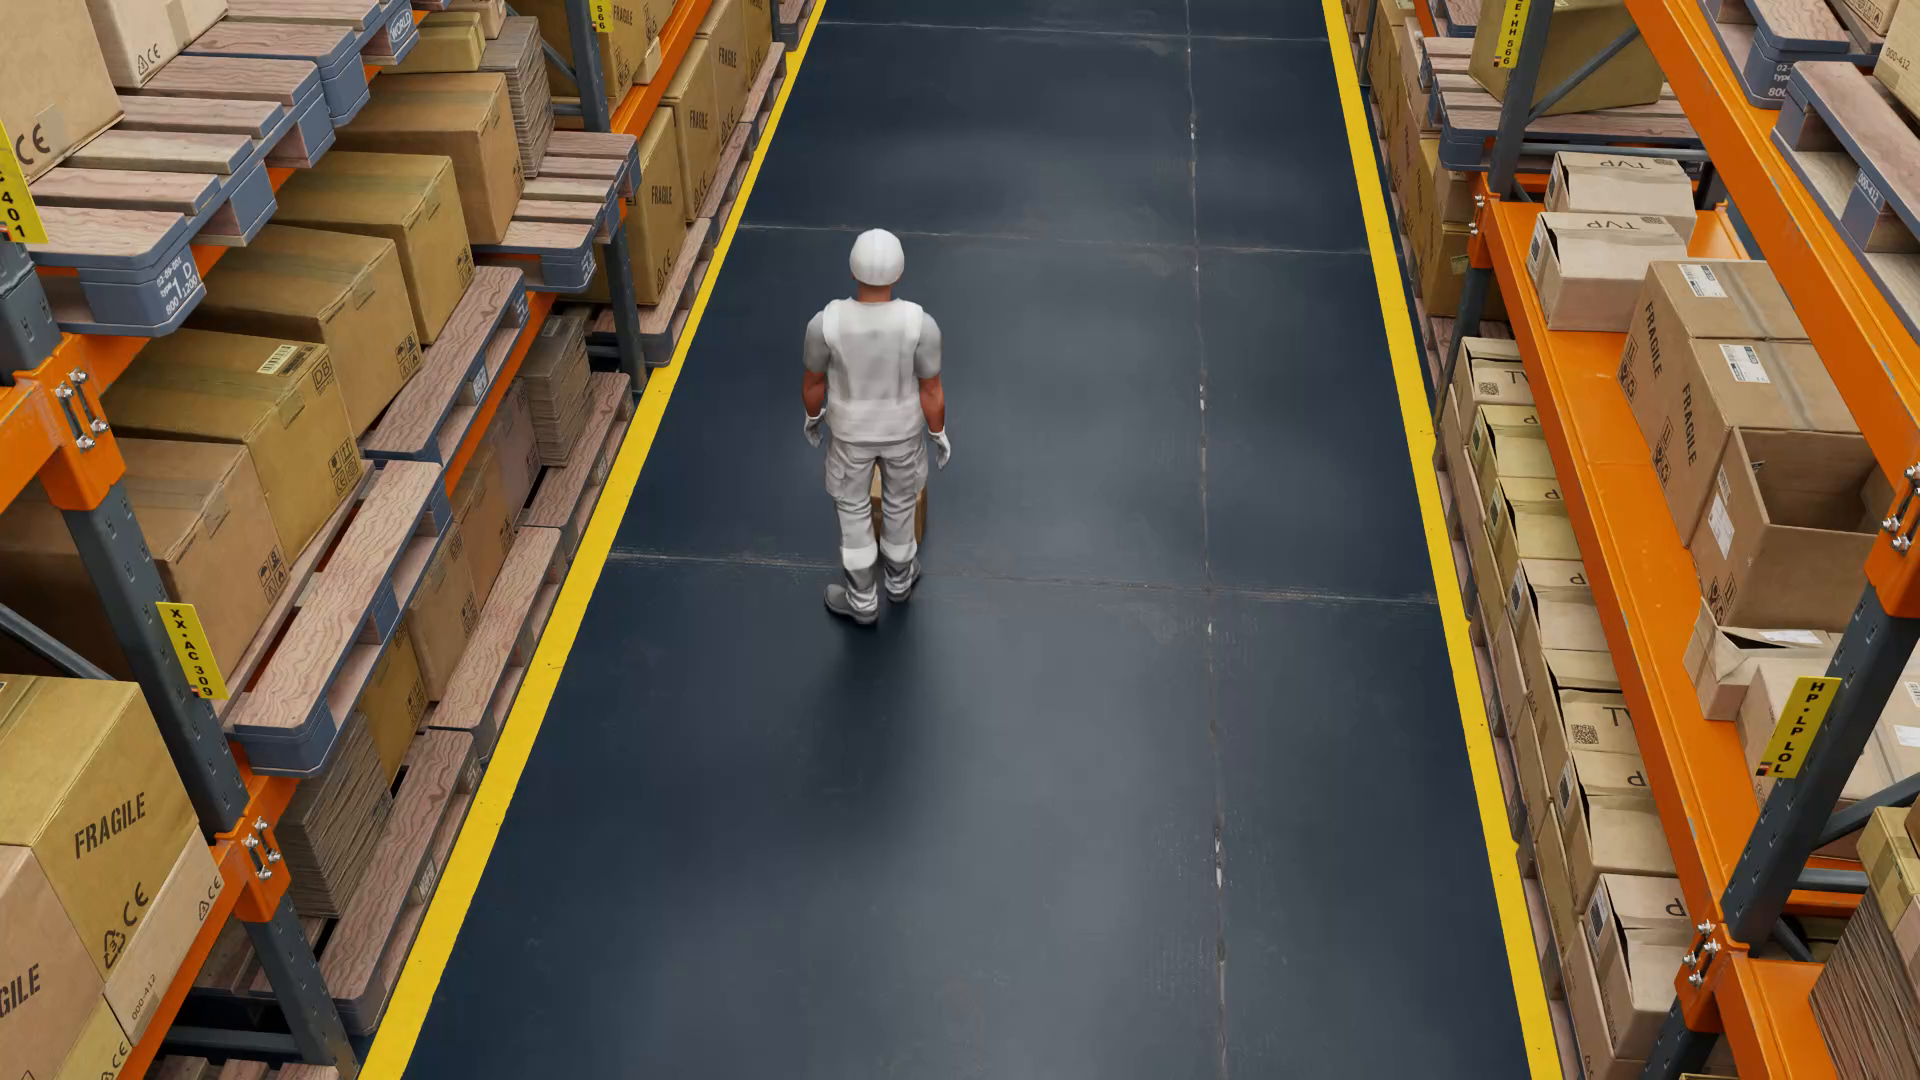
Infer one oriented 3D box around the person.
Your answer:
[{"bbox_3d":[-0.335,-0.450,6.664,0.590,1.792,0.463,-2,40,-2],"label":"person"}]
